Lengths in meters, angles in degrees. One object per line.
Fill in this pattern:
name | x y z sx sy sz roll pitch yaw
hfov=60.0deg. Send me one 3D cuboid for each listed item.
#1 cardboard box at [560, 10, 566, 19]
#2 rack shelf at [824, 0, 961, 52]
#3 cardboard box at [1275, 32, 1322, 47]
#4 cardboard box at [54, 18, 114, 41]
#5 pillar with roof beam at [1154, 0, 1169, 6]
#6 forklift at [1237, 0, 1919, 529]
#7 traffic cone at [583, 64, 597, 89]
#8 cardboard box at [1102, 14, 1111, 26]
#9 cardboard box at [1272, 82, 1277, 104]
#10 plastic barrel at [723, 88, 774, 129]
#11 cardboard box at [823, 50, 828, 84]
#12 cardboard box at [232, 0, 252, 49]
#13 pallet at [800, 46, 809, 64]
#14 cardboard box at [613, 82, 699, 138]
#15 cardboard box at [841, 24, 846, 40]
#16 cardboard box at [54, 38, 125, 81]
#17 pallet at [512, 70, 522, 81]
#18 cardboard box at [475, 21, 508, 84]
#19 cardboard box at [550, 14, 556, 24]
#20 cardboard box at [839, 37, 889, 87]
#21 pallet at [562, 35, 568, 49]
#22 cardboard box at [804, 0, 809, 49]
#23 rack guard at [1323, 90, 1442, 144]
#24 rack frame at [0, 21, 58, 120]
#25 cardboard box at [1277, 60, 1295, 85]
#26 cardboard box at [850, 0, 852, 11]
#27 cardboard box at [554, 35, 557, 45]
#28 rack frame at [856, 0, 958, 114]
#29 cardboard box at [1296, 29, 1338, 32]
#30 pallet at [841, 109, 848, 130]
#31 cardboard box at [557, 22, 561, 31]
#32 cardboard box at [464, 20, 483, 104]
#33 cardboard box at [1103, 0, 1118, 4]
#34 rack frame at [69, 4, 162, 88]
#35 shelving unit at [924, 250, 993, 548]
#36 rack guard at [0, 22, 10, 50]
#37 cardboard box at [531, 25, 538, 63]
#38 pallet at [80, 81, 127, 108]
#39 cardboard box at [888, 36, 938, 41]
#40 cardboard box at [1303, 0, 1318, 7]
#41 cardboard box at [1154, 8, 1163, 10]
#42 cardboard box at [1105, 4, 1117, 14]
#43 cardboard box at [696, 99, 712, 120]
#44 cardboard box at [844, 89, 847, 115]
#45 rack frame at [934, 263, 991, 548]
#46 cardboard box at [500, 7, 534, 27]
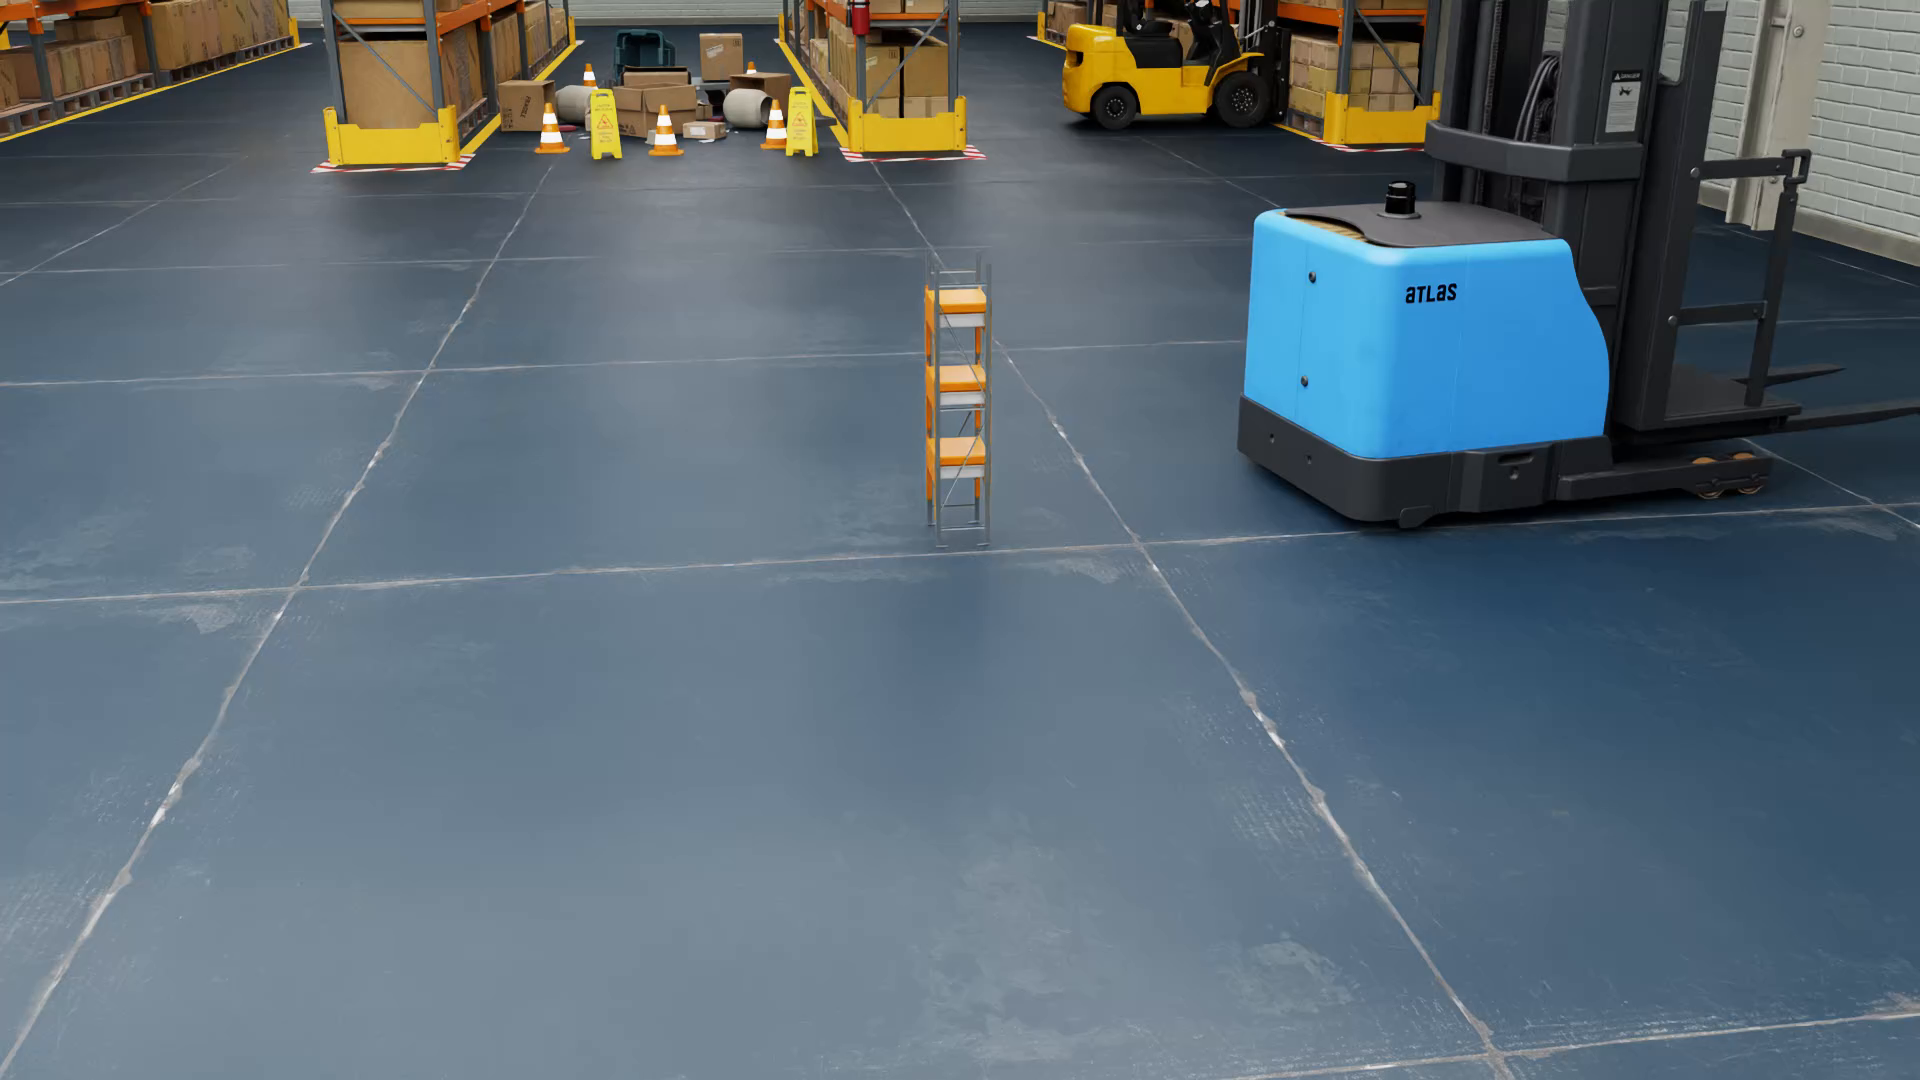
cardboard box | -7.242 -9.378 29.663 0.380 0.149 0.250 -3 21 -9
rack shelf | -0.810 -5.682 18.171 1.077 0.370 4.000 -3 21 -8
cardboard box | 3.787 -5.626 18.892 0.500 0.250 0.500 -3 21 -9
cardboard box | -11.268 -6.570 21.391 0.500 0.250 0.500 -1 20 -2
pillar with roof beam | -0.808 -12.613 27.126 9.100 9.000 0.400 -3 21 -8
forklift | 2.748 -1.704 6.588 3.031 2.935 1.130 -7 21 -17
traffic cone | -4.681 -5.779 21.028 0.336 0.463 0.334 -3 21 -8
cardboard box | 2.594 -8.396 27.382 0.500 0.500 0.500 -3 21 -8
cardboard box | 3.787 -5.159 19.072 0.500 0.250 0.500 -2 21 -6
plastic barrel | -2.317 -4.759 18.353 0.512 0.421 0.421 12 24 30
cardboard box | -1.283 -6.108 21.438 0.950 0.372 0.625 -2 21 -4
cardboard box | -12.074 -8.416 26.898 0.875 0.875 0.875 -3 21 -8
pallet | -2.065 -7.912 27.098 1.003 0.211 1.213 -3 21 -8
cardboard box | -3.280 -4.638 17.915 0.637 0.503 0.797 17 27 39
cardboard box | -1.084 -5.457 17.871 0.380 0.149 0.250 -2 21 -5
cardboard box | -11.272 -6.210 21.499 0.700 0.500 0.500 -5 21 -12
pallet | -6.519 -6.229 22.592 1.003 0.211 1.213 -3 21 -8
cardboard box | -6.296 -6.115 20.916 1.050 0.750 0.750 -3 21 -8
cardboard box | -7.062 -8.832 28.199 0.380 0.149 0.250 -2 21 -7
cardboard box | -1.039 -5.207 18.128 0.500 0.500 0.500 -3 21 -9
pallet | -7.619 -8.966 29.921 1.003 0.211 1.213 -3 21 -8
cardboard box | -2.083 -8.473 27.050 0.875 0.875 0.875 -2 21 -6
rack guard | 4.393 -4.399 17.280 1.175 0.500 0.348 -3 21 -8
rack frame | -10.905 -6.212 18.561 1.000 3.000 0.127 -3 21 -8
cardboard box | 3.854 -5.226 18.537 0.500 0.250 0.500 -3 21 -9
cardboard box | -0.933 -5.410 16.773 0.380 0.149 0.250 -3 21 -8
cardboard box | -6.908 -8.293 27.606 0.380 0.149 0.250 -2 21 -6
rack frame | -0.521 -5.327 16.192 1.000 3.000 0.127 -3 21 -8
cardboard box | 4.223 -5.829 19.438 0.500 0.250 0.500 -3 21 -7
pallet | -0.787 -4.752 18.636 1.003 0.211 1.213 -3 21 -8
cardboard box | -7.103 -8.872 28.733 0.380 0.149 0.250 -3 21 -7
cardboard box | -5.960 -5.407 18.843 0.875 0.875 0.875 -3 21 -7
cardboard box | 2.533 -8.977 27.585 0.380 0.149 0.250 -4 21 -10
rack frame | -11.481 -7.597 22.269 1.000 3.000 0.127 -3 21 -8
shelving unit | -0.008 -0.510 6.082 0.215 1.050 0.252 -3 21 -8
rack guard | -17.552 -8.954 29.475 1.175 0.500 0.348 -3 21 -8
cardboard box | -6.484 -7.270 24.365 0.500 0.500 0.500 -3 21 -7
pallet | -11.197 -5.599 20.904 1.003 0.211 1.213 -3 21 -8
cardboard box | -0.512 -5.243 18.225 0.500 0.500 0.500 -3 21 -7
cardboard box | 3.994 -5.963 17.751 0.500 0.500 0.500 -2 21 -6
cardboard box | 3.231 -8.319 26.249 0.380 0.149 0.250 -3 21 -7
cardboard box | 2.613 -8.745 27.389 0.380 0.149 0.250 -4 21 -11
cardboard box | -3.104 -5.041 19.333 0.396 0.266 0.258 17 27 39
cardboard box | -0.971 -4.682 17.793 0.500 0.250 0.500 -3 21 -8
rack frame | 0.010 -0.468 5.969 0.200 1.050 0.008 -3 21 -8
cardboard box | -6.491 -7.616 24.220 0.500 0.250 0.500 -3 21 -8
